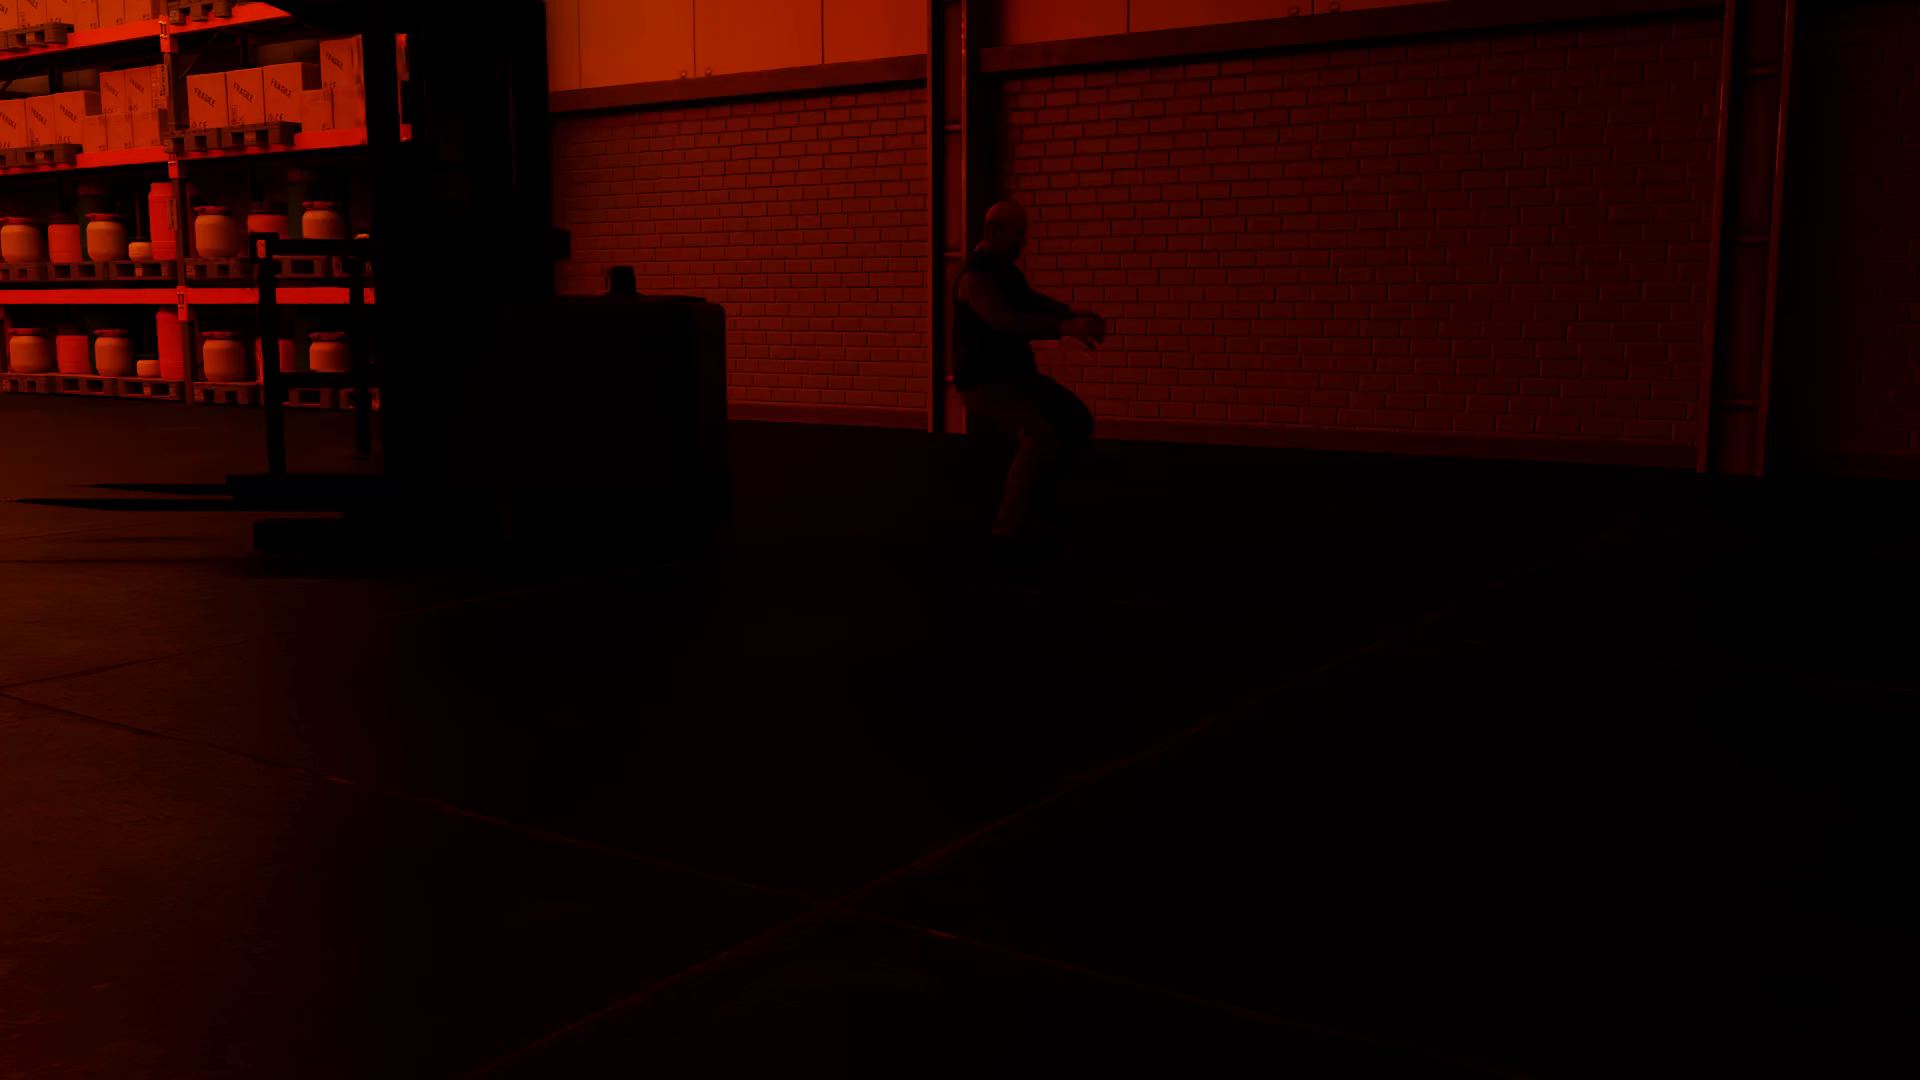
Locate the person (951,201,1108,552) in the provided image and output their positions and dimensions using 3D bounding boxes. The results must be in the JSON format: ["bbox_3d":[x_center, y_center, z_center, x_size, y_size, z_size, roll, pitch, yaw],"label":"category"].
[{"bbox_3d":[0.335,-0.758,7.539,0.770,1.522,0.949,3,9,18],"label":"person"}]

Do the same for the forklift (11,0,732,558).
[{"bbox_3d":[-2.615,-1.447,7.369,3.031,2.935,1.130,0,8,1],"label":"forklift"}]
